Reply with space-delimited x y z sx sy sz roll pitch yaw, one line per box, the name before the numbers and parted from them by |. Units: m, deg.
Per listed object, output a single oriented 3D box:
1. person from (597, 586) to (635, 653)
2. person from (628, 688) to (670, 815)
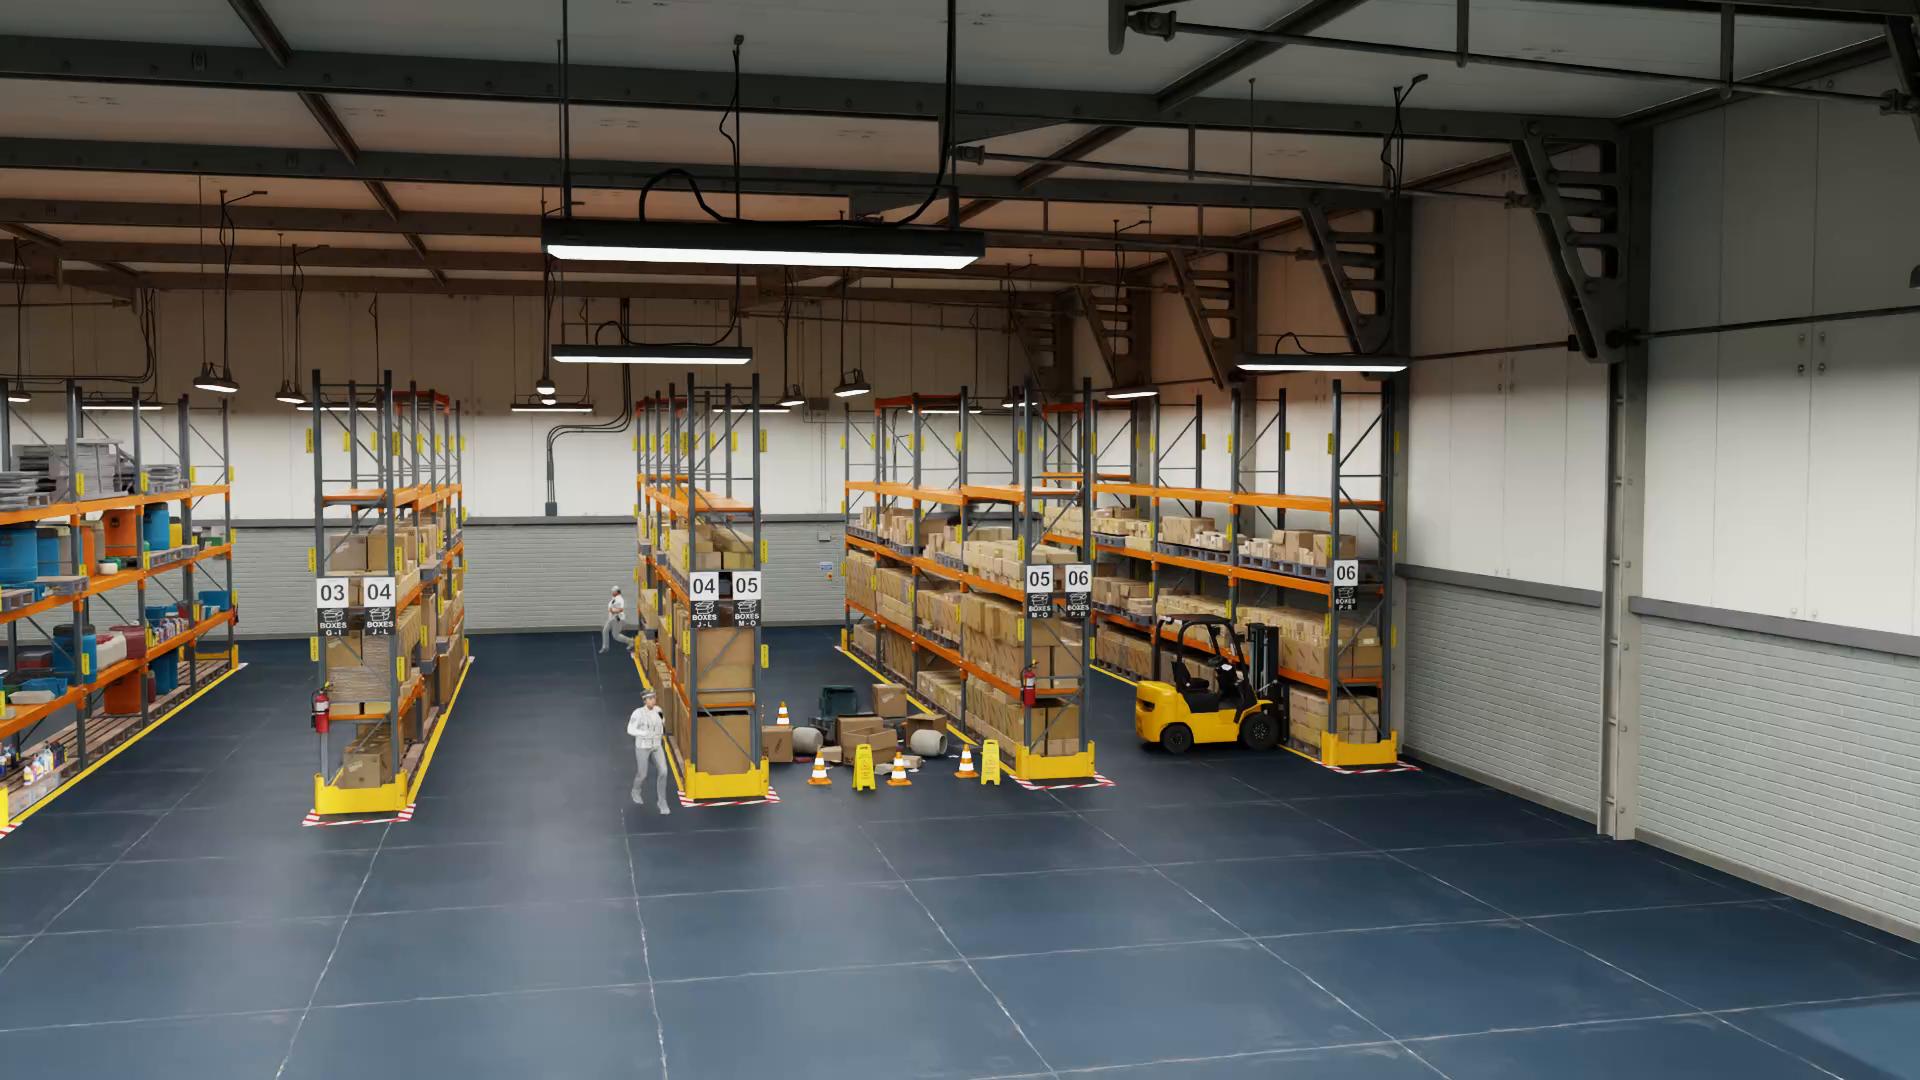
person | -8.208 1.916 39.822 0.839 1.646 0.633 -2 4 -30
person | -4.263 2.860 22.716 0.634 1.727 0.862 -2 4 -35
